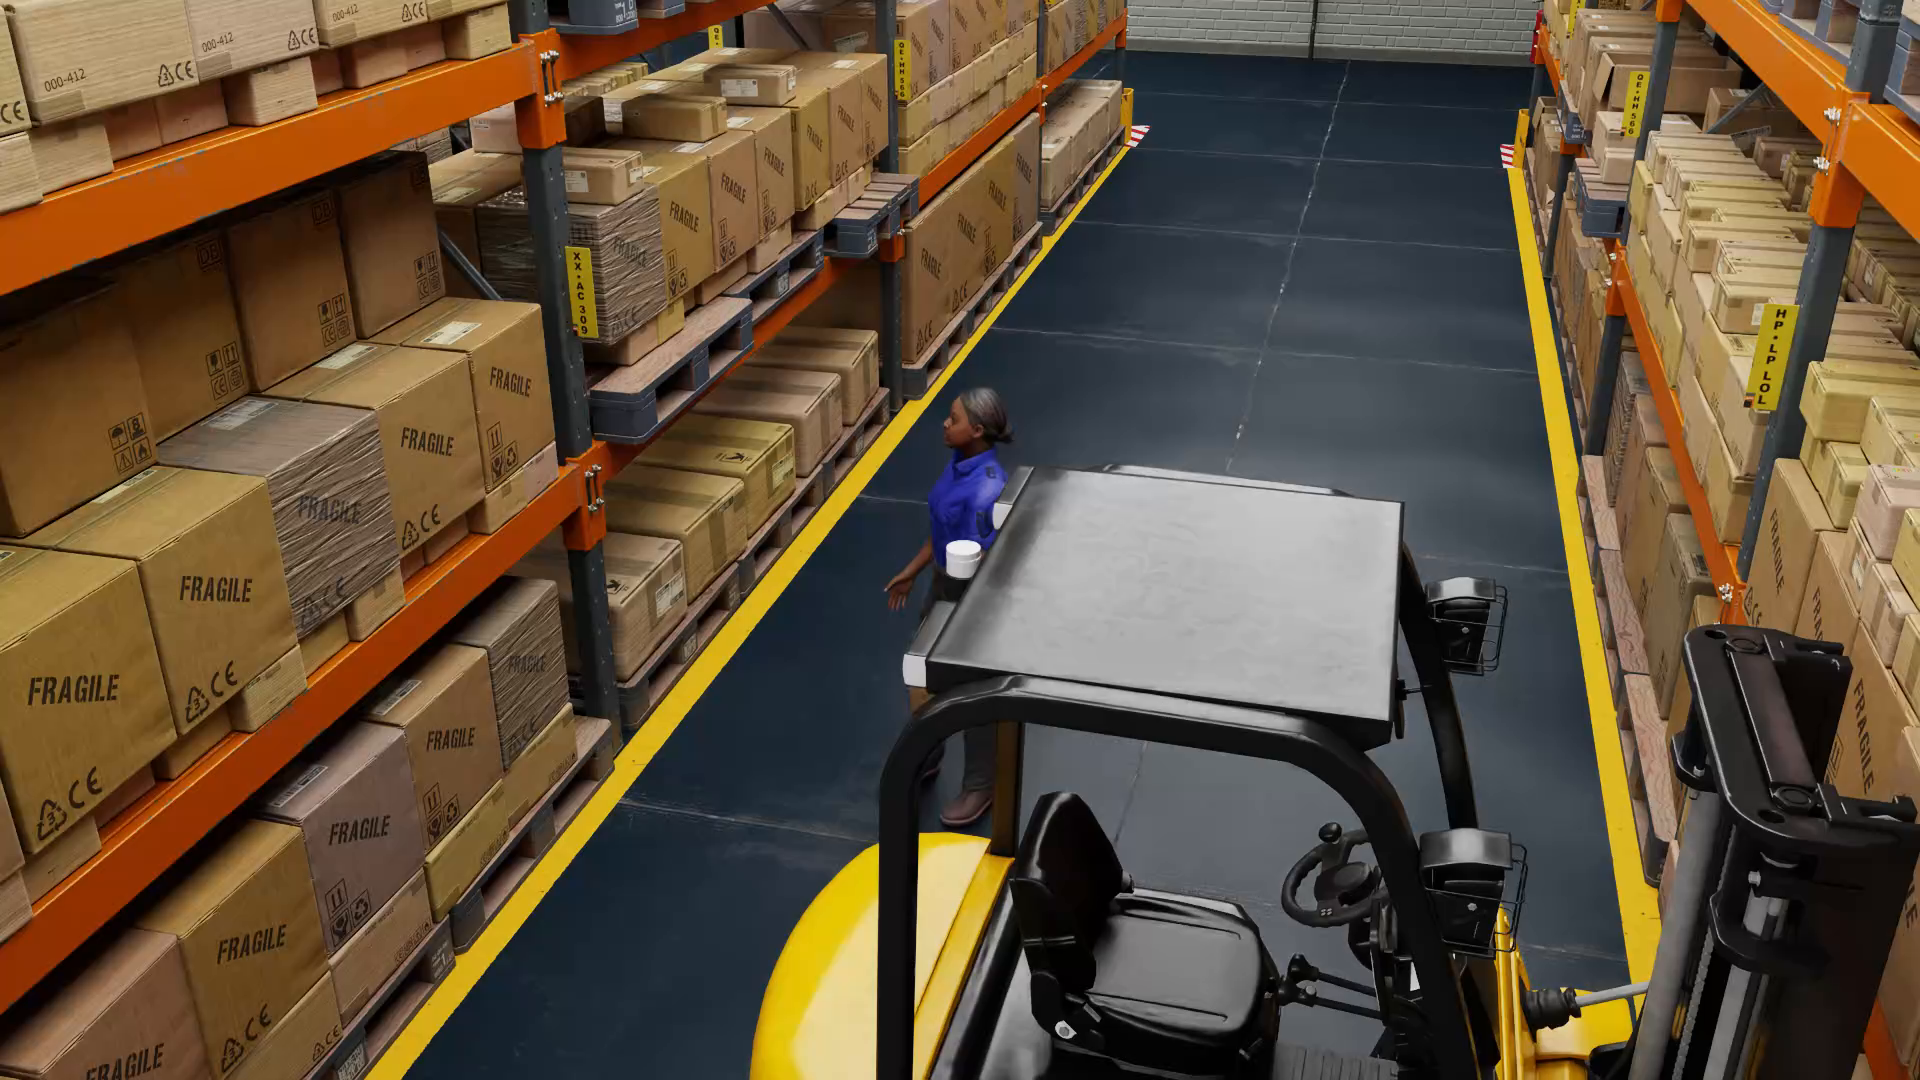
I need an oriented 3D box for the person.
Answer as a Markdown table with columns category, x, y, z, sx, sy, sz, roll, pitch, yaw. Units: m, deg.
| category | x | y | z | sx | sy | sz | roll | pitch | yaw |
| --- | --- | --- | --- | --- | --- | --- | --- | --- | --- |
| person | -0.051 | 0.252 | 6.063 | 0.490 | 1.658 | 0.480 | -8 | 27 | -16 |
